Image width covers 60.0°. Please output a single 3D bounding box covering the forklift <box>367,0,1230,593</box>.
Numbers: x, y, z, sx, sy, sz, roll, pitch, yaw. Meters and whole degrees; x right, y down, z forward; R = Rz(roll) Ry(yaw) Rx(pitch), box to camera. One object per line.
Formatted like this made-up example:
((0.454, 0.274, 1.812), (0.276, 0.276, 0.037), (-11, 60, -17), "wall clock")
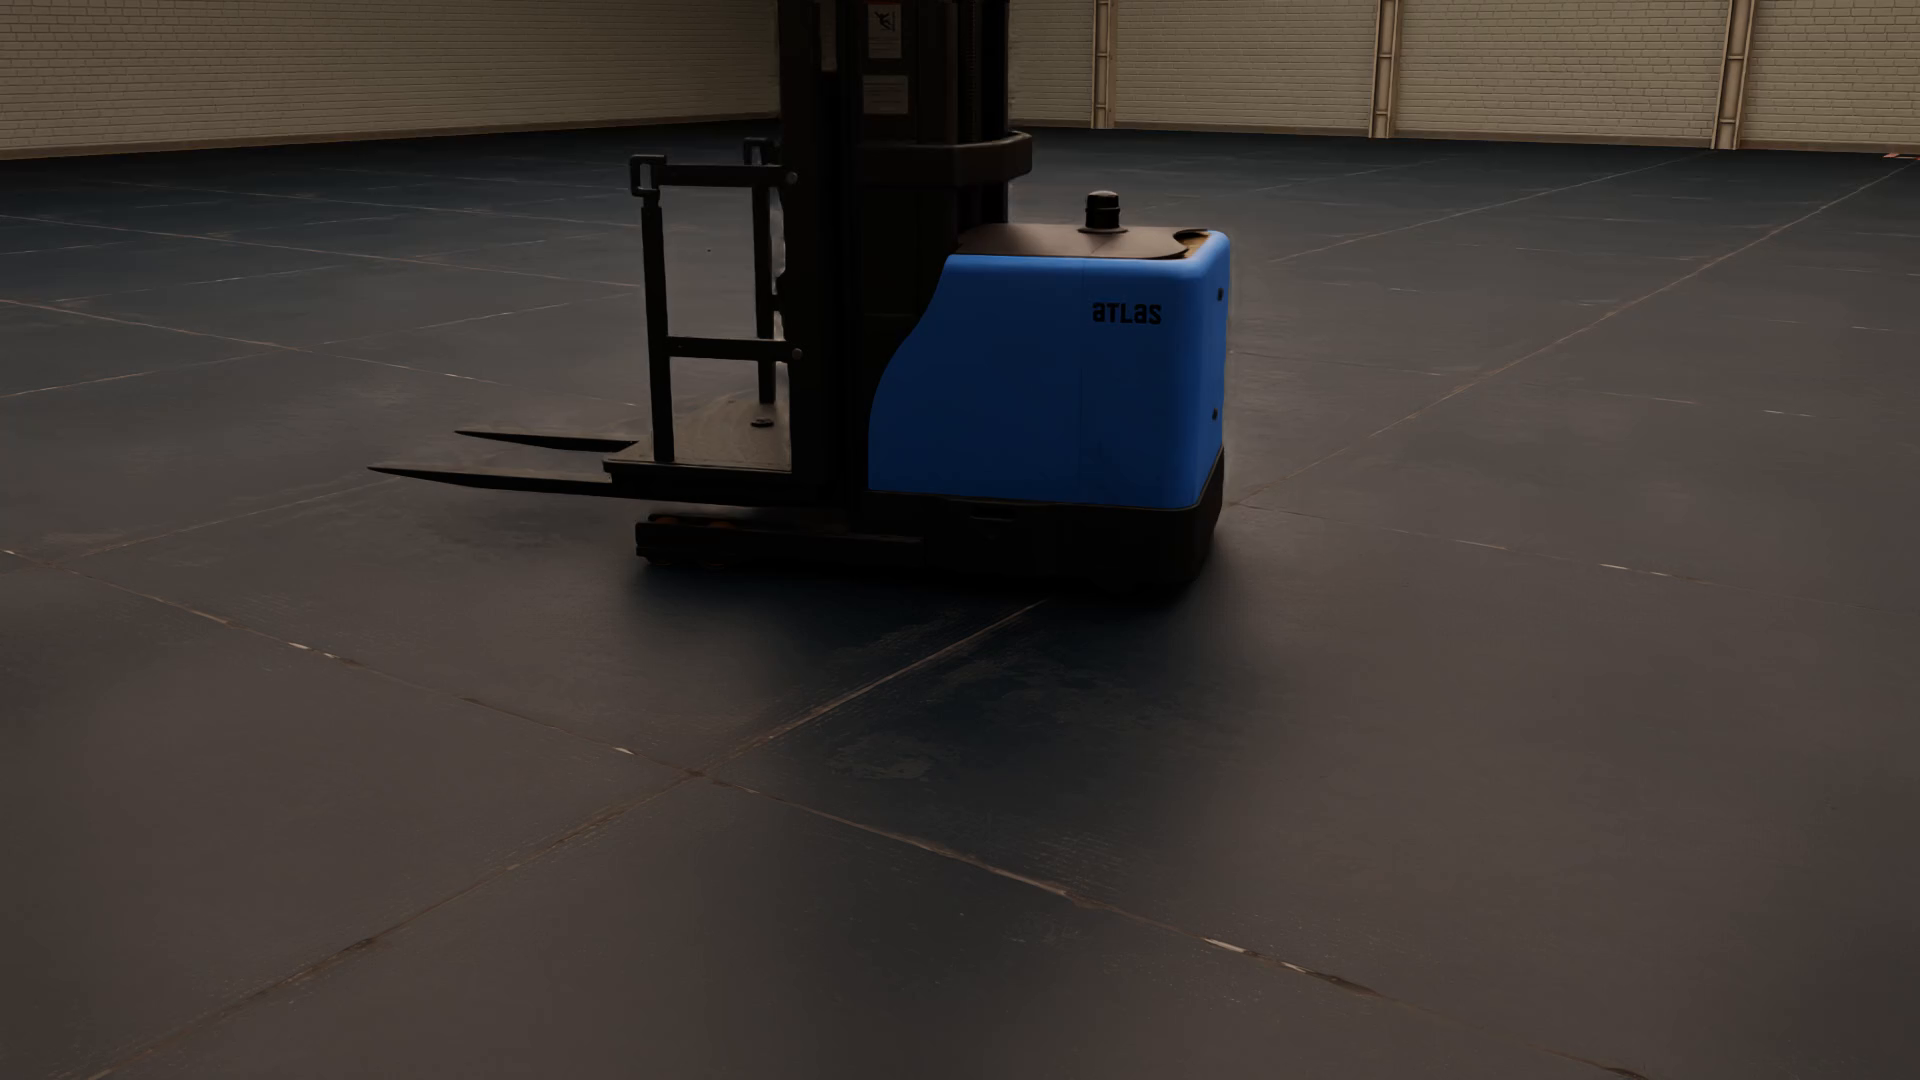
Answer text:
((-0.614, -1.442, 5.656), (3.031, 2.935, 1.130), (4, 17, 13), "forklift")
